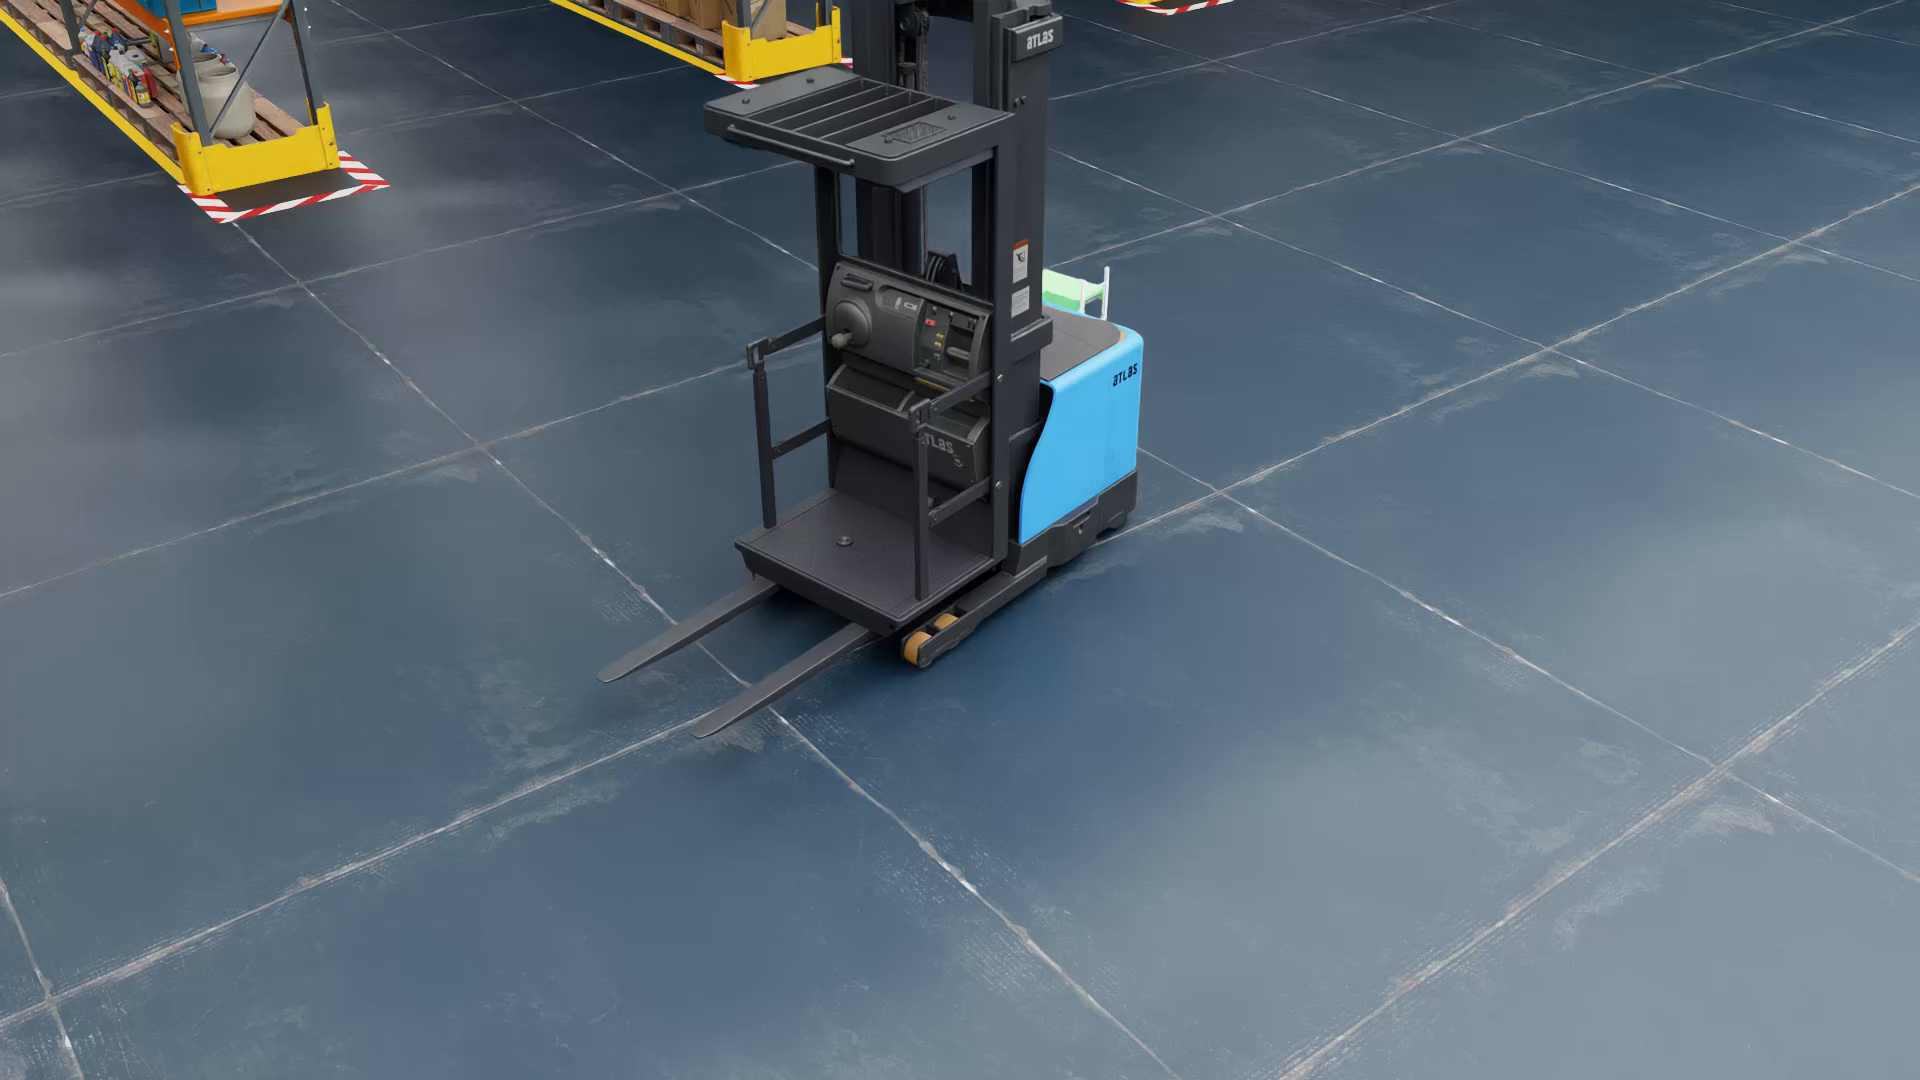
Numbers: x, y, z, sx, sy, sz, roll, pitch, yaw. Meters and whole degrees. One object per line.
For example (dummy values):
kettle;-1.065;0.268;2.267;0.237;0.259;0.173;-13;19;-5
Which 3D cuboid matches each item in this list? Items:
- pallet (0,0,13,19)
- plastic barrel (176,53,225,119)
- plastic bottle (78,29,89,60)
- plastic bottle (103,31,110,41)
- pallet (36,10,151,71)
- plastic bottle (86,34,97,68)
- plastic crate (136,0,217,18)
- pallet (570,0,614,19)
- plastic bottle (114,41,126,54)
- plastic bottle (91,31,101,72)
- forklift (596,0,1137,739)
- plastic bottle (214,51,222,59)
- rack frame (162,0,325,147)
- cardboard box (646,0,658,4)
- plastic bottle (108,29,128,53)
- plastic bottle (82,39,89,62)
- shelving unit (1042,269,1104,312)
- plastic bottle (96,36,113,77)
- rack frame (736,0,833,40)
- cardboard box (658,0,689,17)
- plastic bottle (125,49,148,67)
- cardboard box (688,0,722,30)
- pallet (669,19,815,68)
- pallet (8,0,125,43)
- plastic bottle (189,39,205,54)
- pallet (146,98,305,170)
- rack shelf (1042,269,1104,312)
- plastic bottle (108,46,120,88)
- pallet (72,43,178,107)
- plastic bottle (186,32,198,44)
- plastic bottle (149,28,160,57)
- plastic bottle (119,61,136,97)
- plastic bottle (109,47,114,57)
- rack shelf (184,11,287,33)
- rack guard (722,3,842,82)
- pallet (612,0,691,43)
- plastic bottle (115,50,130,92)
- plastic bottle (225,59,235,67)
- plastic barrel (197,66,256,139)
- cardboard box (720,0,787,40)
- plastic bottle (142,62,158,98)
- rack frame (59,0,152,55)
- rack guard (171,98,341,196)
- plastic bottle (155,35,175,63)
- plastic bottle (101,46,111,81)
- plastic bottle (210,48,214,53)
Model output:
pallet;-10.030;-6.034;18.265;1.003;0.211;1.213;-22;38;-31
plastic barrel;-6.340;-3.800;13.985;0.421;0.512;0.421;0;32;0
plastic bottle;-8.173;-4.640;15.547;0.097;0.271;0.097;0;32;0
plastic bottle;-7.869;-4.554;15.397;0.061;0.283;0.133;-22;38;-31
pallet;-8.534;-5.017;16.628;1.003;0.211;1.213;-22;38;-31
plastic bottle;-7.953;-4.516;15.343;0.152;0.276;0.135;-21;37;-30
plastic crate;-7.911;-5.581;14.833;0.499;0.464;6.483;-22;38;-31
pallet;-3.670;-6.036;18.269;1.003;0.211;1.213;-22;38;-31
plastic bottle;-7.671;-4.423;15.197;0.097;0.271;0.097;0;32;0
plastic bottle;-7.855;-4.478;15.210;0.144;0.351;0.185;-21;38;-30
forklift;-0.388;-0.949;7.500;1.121;2.935;3.031;24;39;33
plastic bottle;-6.645;-4.247;14.914;0.097;0.271;0.097;0;32;0
rack frame;-5.569;-4.220;12.701;1.000;3.000;0.127;-22;38;-31
cardboard box;-3.096;-5.957;17.469;0.500;0.500;0.500;-26;40;-35
plastic bottle;-7.741;-4.525;15.286;0.144;0.351;0.185;-22;38;-31
plastic bottle;-8.111;-4.568;15.497;0.097;0.201;0.097;0;32;0
shelving unit;0.510;-0.968;9.166;0.492;1.200;0.258;23;38;32
plastic bottle;-7.739;-4.399;15.084;0.144;0.351;0.185;-24;39;-33
rack frame;-1.657;-5.822;15.281;1.000;3.000;0.127;-22;38;-31
cardboard box;-2.789;-5.710;17.071;0.500;0.500;0.500;-19;36;-27
plastic bottle;-7.377;-4.249;14.912;0.152;0.276;0.135;-22;38;-31
cardboard box;-2.420;-5.443;16.641;0.614;0.500;0.614;-22;38;-31
pallet;-2.174;-5.019;16.632;1.003;0.211;1.213;-22;38;-31
pallet;-9.287;-5.526;17.447;1.003;0.211;1.213;-22;38;-31
plastic bottle;-6.987;-4.458;15.249;0.152;0.276;0.135;-22;38;-31
pallet;-6.147;-3.392;14.011;1.003;0.211;1.213;-22;38;-31
rack shelf;0.518;-1.322;8.948;0.480;0.148;0.258;23;38;32
plastic bottle;-7.478;-4.222;14.799;0.144;0.351;0.185;-23;38;-32
pallet;-7.643;-4.409;15.649;1.003;0.211;1.213;-22;38;-31
plastic bottle;-7.084;-4.559;15.341;0.144;0.351;0.185;-23;38;-32
plastic bottle;-7.513;-4.727;15.611;0.144;0.351;0.185;-22;38;-31
plastic bottle;-7.260;-4.045;14.584;0.152;0.276;0.135;-23;39;-33
plastic bottle;-7.619;-4.316;15.026;0.097;0.271;0.097;0;32;0
rack shelf;-6.796;-4.809;14.195;0.831;0.071;3.687;-22;38;-31
rack guard;-1.703;-4.792;15.992;1.175;0.500;0.348;-22;38;-31
pallet;-2.918;-5.528;17.450;1.003;0.211;1.213;-22;38;-31
plastic bottle;-7.364;-4.145;14.674;0.144;0.351;0.185;-21;37;-29
plastic bottle;-6.435;-4.104;14.684;0.097;0.271;0.097;0;32;0
plastic barrel;-6.033;-3.591;13.649;0.421;0.512;0.421;0;32;0
cardboard box;-2.026;-5.205;16.258;0.500;0.500;0.500;-15;35;-23
plastic bottle;-7.091;-4.025;14.545;0.061;0.283;0.133;-22;38;-31
rack frame;-8.022;-5.887;15.385;1.000;3.000;0.127;-22;38;-31
rack guard;-5.653;-3.174;13.387;1.175;0.500;0.348;-22;38;-31
plastic bottle;-7.383;-4.603;15.483;0.152;0.276;0.135;-22;38;-31
plastic bottle;-7.671;-4.288;14.969;0.061;0.283;0.133;-20;37;-29
plastic bottle;-6.706;-4.289;14.981;0.097;0.271;0.097;0;32;0
